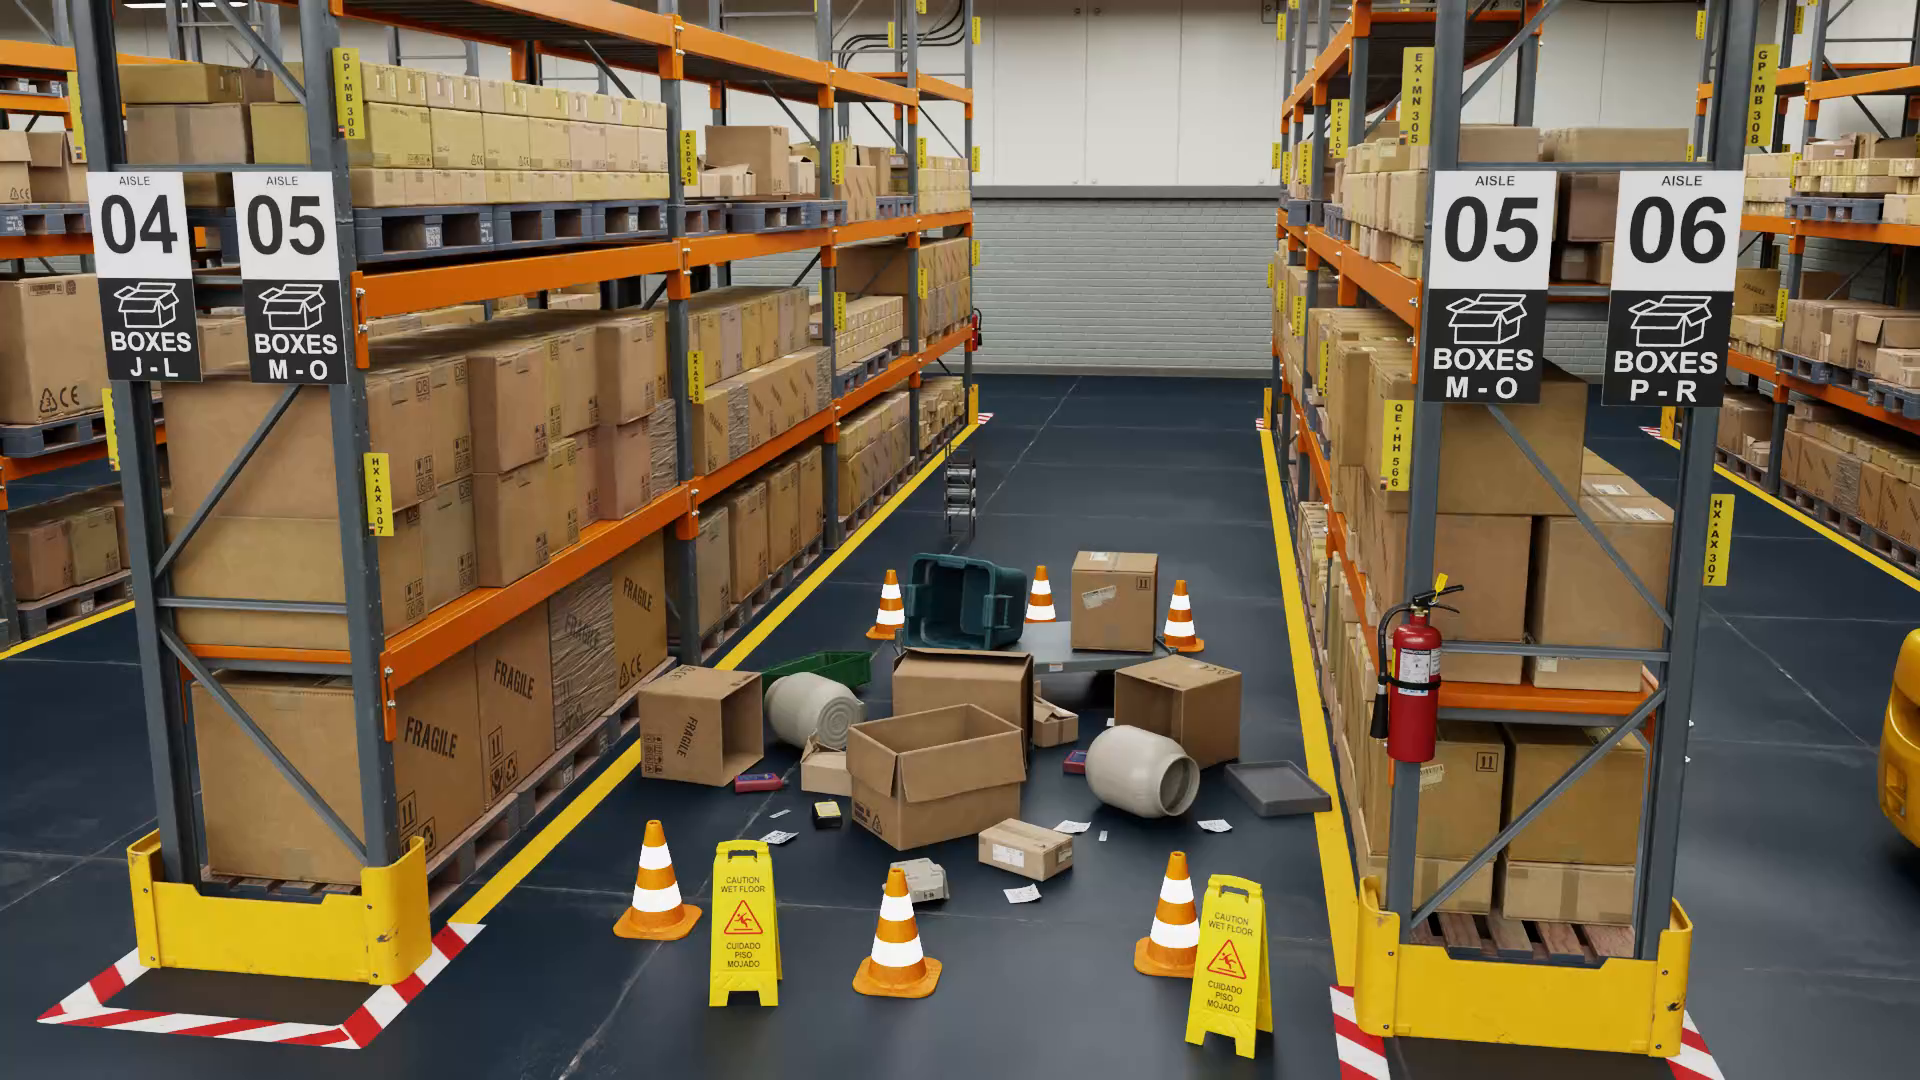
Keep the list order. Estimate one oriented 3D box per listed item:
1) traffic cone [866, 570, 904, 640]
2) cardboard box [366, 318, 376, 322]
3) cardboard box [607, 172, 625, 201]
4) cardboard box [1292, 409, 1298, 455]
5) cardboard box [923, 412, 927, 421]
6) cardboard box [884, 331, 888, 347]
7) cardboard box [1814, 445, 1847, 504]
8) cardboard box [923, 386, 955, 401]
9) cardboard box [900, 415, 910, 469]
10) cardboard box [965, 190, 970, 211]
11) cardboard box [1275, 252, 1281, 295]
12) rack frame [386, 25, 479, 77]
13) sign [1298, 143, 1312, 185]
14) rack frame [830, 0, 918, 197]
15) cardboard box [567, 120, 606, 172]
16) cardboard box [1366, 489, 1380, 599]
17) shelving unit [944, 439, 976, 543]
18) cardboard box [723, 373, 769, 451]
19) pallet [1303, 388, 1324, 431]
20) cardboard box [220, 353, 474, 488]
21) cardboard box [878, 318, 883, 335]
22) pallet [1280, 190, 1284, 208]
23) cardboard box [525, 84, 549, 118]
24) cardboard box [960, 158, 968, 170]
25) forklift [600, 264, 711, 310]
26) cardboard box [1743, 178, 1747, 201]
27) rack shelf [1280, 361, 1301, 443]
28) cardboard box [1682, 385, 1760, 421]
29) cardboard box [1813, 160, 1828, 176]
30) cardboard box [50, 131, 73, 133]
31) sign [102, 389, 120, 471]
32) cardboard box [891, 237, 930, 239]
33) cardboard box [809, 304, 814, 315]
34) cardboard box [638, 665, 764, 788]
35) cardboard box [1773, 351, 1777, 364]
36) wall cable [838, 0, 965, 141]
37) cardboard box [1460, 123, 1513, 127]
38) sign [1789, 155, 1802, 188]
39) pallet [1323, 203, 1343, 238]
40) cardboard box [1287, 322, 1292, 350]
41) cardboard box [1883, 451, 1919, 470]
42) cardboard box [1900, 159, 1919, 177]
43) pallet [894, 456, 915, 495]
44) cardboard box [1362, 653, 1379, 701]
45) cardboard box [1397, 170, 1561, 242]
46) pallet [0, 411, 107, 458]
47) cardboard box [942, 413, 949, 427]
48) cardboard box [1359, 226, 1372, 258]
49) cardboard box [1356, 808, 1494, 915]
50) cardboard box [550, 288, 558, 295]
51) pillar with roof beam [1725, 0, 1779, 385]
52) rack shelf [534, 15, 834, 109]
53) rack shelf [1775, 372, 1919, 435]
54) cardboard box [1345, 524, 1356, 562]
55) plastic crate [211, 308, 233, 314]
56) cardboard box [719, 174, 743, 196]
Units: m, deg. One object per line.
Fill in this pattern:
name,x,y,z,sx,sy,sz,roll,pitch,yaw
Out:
traffic cone,-0.488,0.444,11.836,0.336,0.463,0.334,2,12,9
cardboard box,-6.225,-2.407,16.424,0.797,0.503,0.637,2,12,10
cardboard box,-2.042,-1.918,9.016,0.380,0.149,0.250,2,12,9
cardboard box,4.154,-1.172,18.397,0.875,0.438,0.875,2,12,8
cardboard box,-0.587,-1.417,19.514,0.380,0.149,0.250,1,12,6
cardboard box,-0.940,-2.067,17.063,0.380,0.149,0.250,1,12,6
cardboard box,8.406,-0.607,15.627,0.500,0.500,0.500,2,12,7
cardboard box,-0.270,-1.830,20.724,0.380,0.149,0.250,2,12,11
cardboard box,-0.821,-1.053,17.694,0.500,0.500,0.500,2,12,8
cardboard box,-0.149,-4.354,21.312,0.500,0.250,0.500,2,12,7
cardboard box,4.138,-3.264,20.408,0.500,0.500,0.500,2,12,7
rack frame,-5.841,-5.346,18.439,1.000,3.000,0.127,2,12,9
sign,2.789,-3.037,13.430,0.100,0.325,0.005,2,12,9
rack frame,-0.956,-5.164,17.596,1.000,3.000,0.127,2,12,9
cardboard box,-2.165,-2.039,8.629,0.500,0.250,0.500,2,12,8
cardboard box,1.998,-0.014,6.997,0.500,0.500,0.500,2,12,9
shelving unit,0.001,-0.442,14.906,0.258,0.900,0.210,2,12,9
cardboard box,-1.683,-0.925,11.928,0.500,0.500,0.500,2,12,8
pallet,3.331,-1.014,13.034,1.213,0.211,1.003,2,12,9
cardboard box,-2.712,-0.528,7.405,0.875,0.550,0.550,2,12,9
cardboard box,-0.981,-2.153,16.755,0.380,0.149,0.250,1,12,6
pallet,4.462,-4.193,20.420,1.003,0.211,1.213,2,12,9
cardboard box,-2.200,-2.098,7.958,0.380,0.149,0.250,2,12,9
cardboard box,-0.101,-4.818,21.332,0.380,0.149,0.250,2,12,8
forklift,-2.990,-1.718,16.009,1.130,2.935,3.031,2,12,8
cardboard box,8.928,-3.899,18.494,0.500,0.250,0.500,2,12,8
rack shelf,3.643,-1.324,15.725,1.077,0.370,4.000,2,12,9
cardboard box,9.284,-1.625,20.345,0.797,0.503,0.637,1,12,6
cardboard box,8.325,-3.518,15.734,0.380,0.149,0.250,2,12,8
cardboard box,-6.935,-3.040,13.437,0.500,0.500,0.500,2,12,7
sign,-3.335,-0.436,6.585,0.100,0.325,0.005,2,12,9
cardboard box,-0.672,-3.662,21.551,0.500,0.500,0.500,2,12,8
cardboard box,-1.669,-2.269,16.587,0.380,0.149,0.250,2,12,11
cardboard box,-1.411,1.011,9.110,0.500,0.500,0.500,4,13,18
cardboard box,8.656,-1.884,17.211,0.380,0.149,0.250,2,12,9
wall cable,-0.951,-8.817,26.908,2.277,5.999,0.120,2,12,9
cardboard box,3.273,-2.482,10.444,0.500,0.250,0.500,2,12,7
sign,8.319,-3.667,16.542,0.100,0.325,0.005,2,12,9
pallet,3.077,-2.142,11.140,1.213,0.211,1.003,2,12,9
cardboard box,3.448,-1.967,16.171,0.500,0.250,0.500,2,12,9
cardboard box,8.248,-0.676,14.405,0.380,0.149,0.250,2,12,10
cardboard box,8.165,-3.131,13.987,0.380,0.149,0.250,2,12,7
pallet,-1.074,-0.706,17.770,1.003,0.211,1.213,2,12,9
cardboard box,1.961,0.607,7.266,0.380,0.149,0.250,2,12,10
cardboard box,1.918,-1.248,6.194,0.500,0.250,0.500,2,12,8
pallet,-6.810,-0.809,12.080,1.003,0.211,1.213,2,12,9
cardboard box,-0.345,-1.487,20.545,0.380,0.149,0.250,2,12,10
cardboard box,2.145,-1.448,8.068,0.380,0.149,0.250,2,12,8
cardboard box,1.968,1.363,7.080,0.500,0.250,0.500,2,12,8
cardboard box,-5.643,-3.489,21.934,0.500,0.500,0.500,2,12,7
pillar with roof beam,6.523,-6.369,23.187,9.100,9.000,0.400,2,12,9
rack shelf,-1.878,-3.368,11.918,1.077,0.370,4.000,2,12,9
rack shelf,8.549,-1.164,14.983,1.077,0.370,4.000,2,12,9
cardboard box,2.149,0.017,8.390,0.380,0.149,0.250,2,12,9
plastic crate,-10.125,-3.071,22.608,0.396,0.136,0.243,2,12,9
cardboard box,-1.714,-2.447,11.471,0.380,0.149,0.250,2,12,9
